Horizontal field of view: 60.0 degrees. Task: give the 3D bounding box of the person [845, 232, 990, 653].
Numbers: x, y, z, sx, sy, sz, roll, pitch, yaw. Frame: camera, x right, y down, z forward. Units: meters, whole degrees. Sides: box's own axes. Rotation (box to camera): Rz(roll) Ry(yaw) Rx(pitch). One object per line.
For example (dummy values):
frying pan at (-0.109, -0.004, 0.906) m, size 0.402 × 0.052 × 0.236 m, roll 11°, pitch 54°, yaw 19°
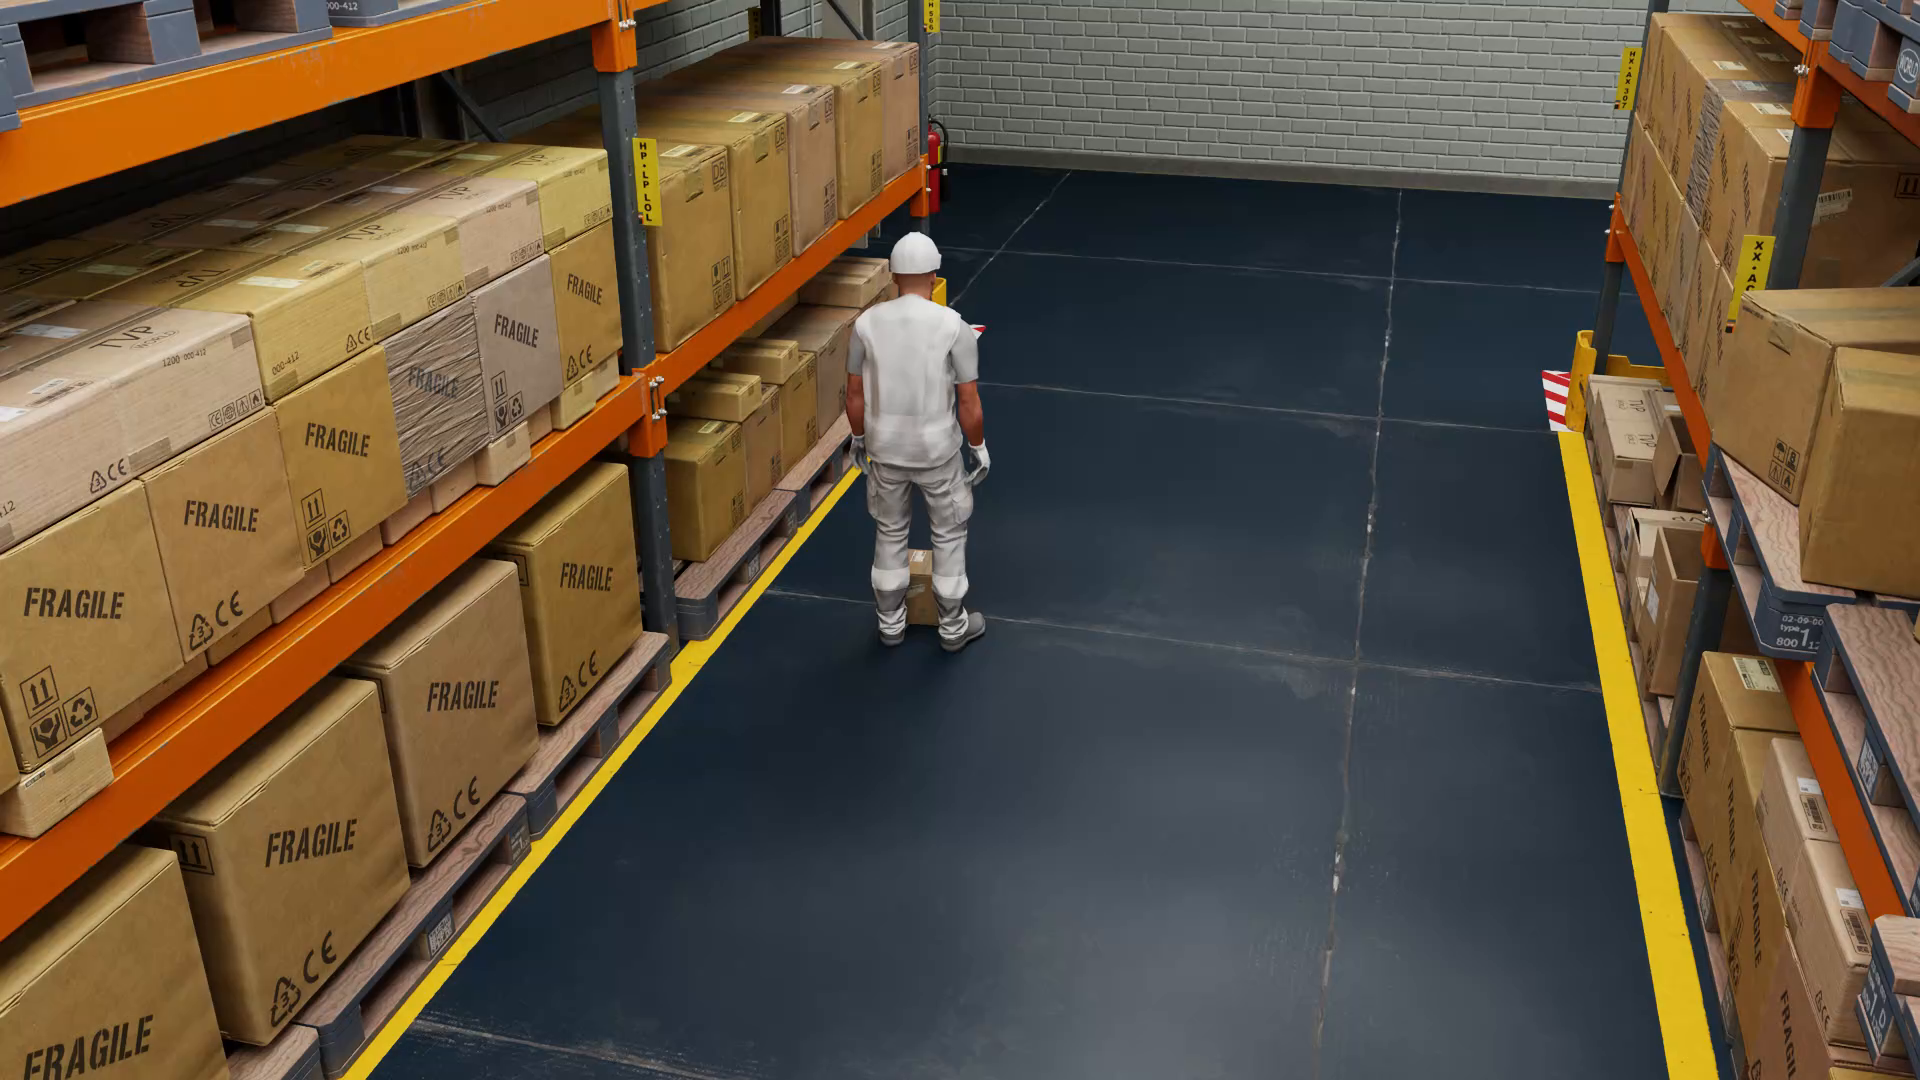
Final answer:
person at (-0.174, -0.382, 6.906) m, size 0.608 × 1.779 × 0.450 m, roll 6°, pitch 26°, yaw 13°
